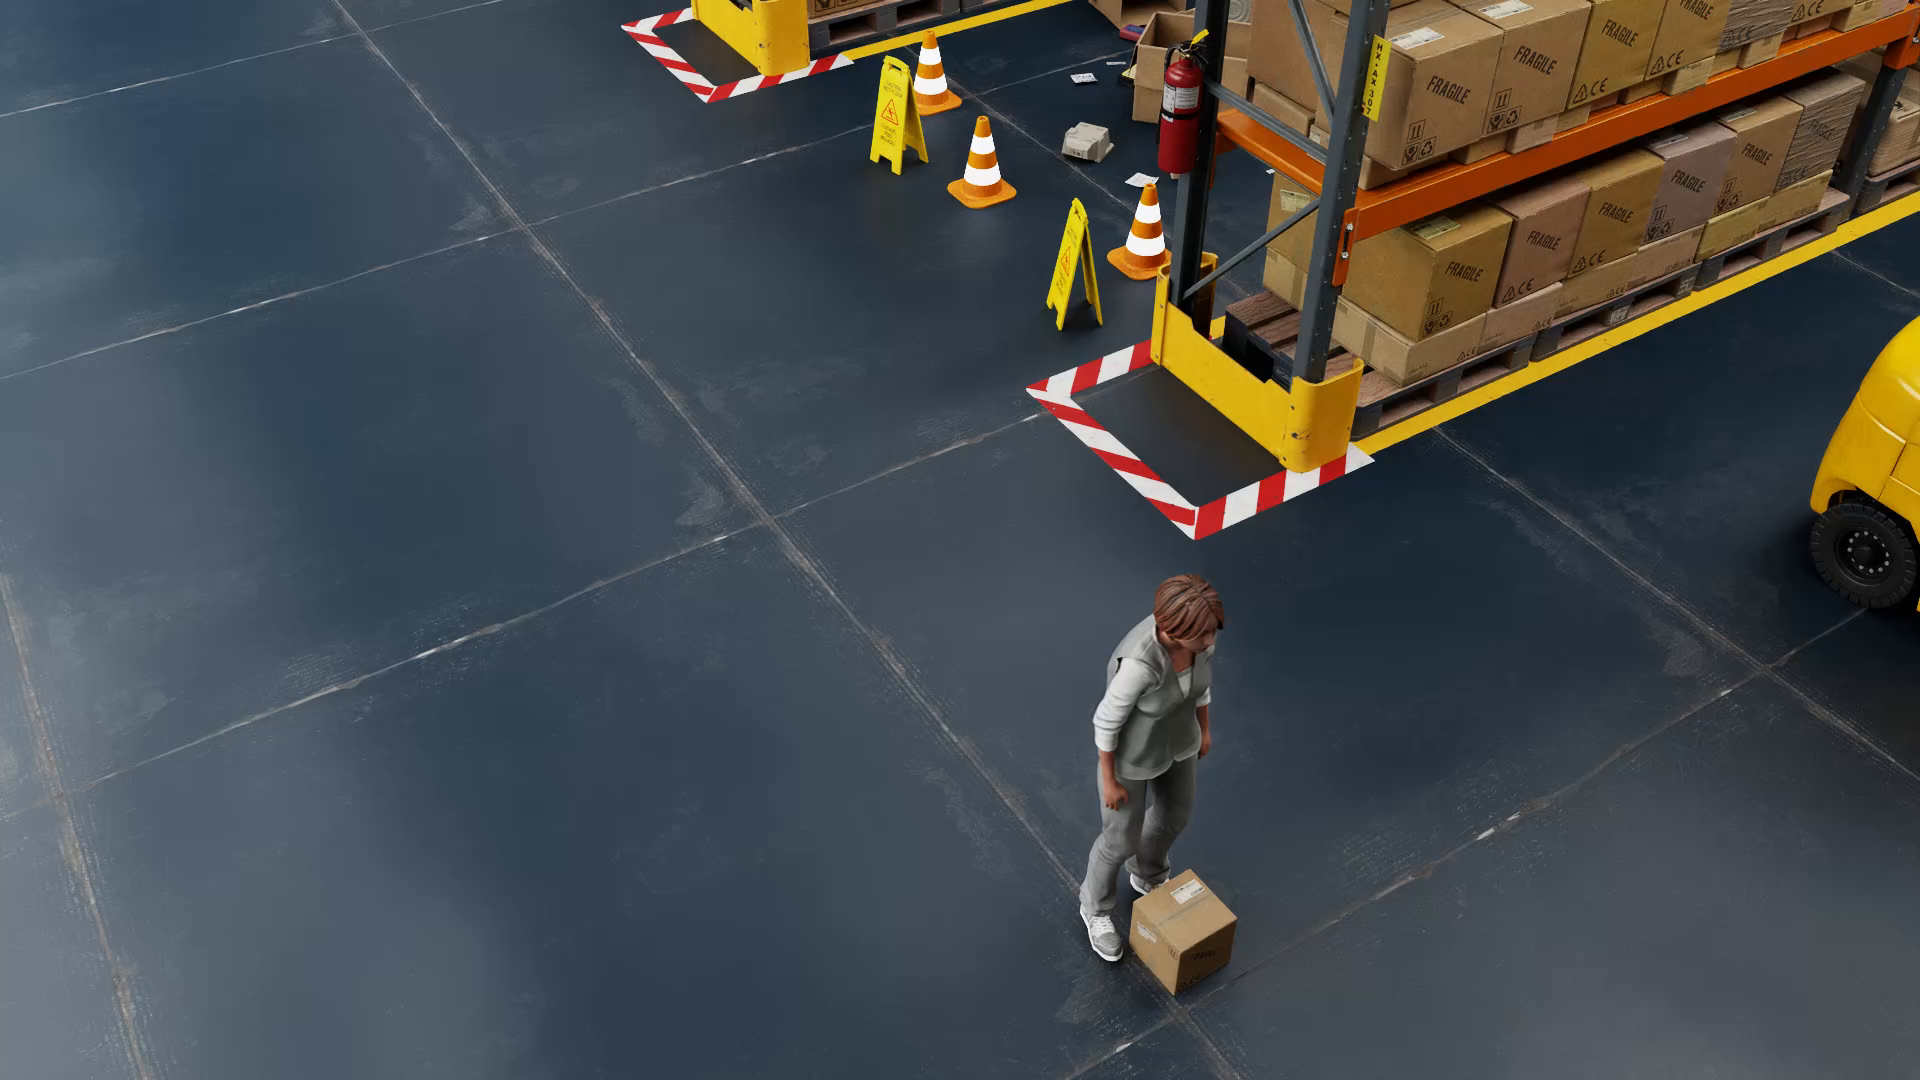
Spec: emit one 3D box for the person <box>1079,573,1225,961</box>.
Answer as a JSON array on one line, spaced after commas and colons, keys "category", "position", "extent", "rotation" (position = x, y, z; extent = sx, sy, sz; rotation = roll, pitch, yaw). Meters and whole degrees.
[{"category": "person", "position": [0.619, 0.696, 5.376], "extent": [0.484, 1.592, 0.347], "rotation": [-26, 47, -26]}]
